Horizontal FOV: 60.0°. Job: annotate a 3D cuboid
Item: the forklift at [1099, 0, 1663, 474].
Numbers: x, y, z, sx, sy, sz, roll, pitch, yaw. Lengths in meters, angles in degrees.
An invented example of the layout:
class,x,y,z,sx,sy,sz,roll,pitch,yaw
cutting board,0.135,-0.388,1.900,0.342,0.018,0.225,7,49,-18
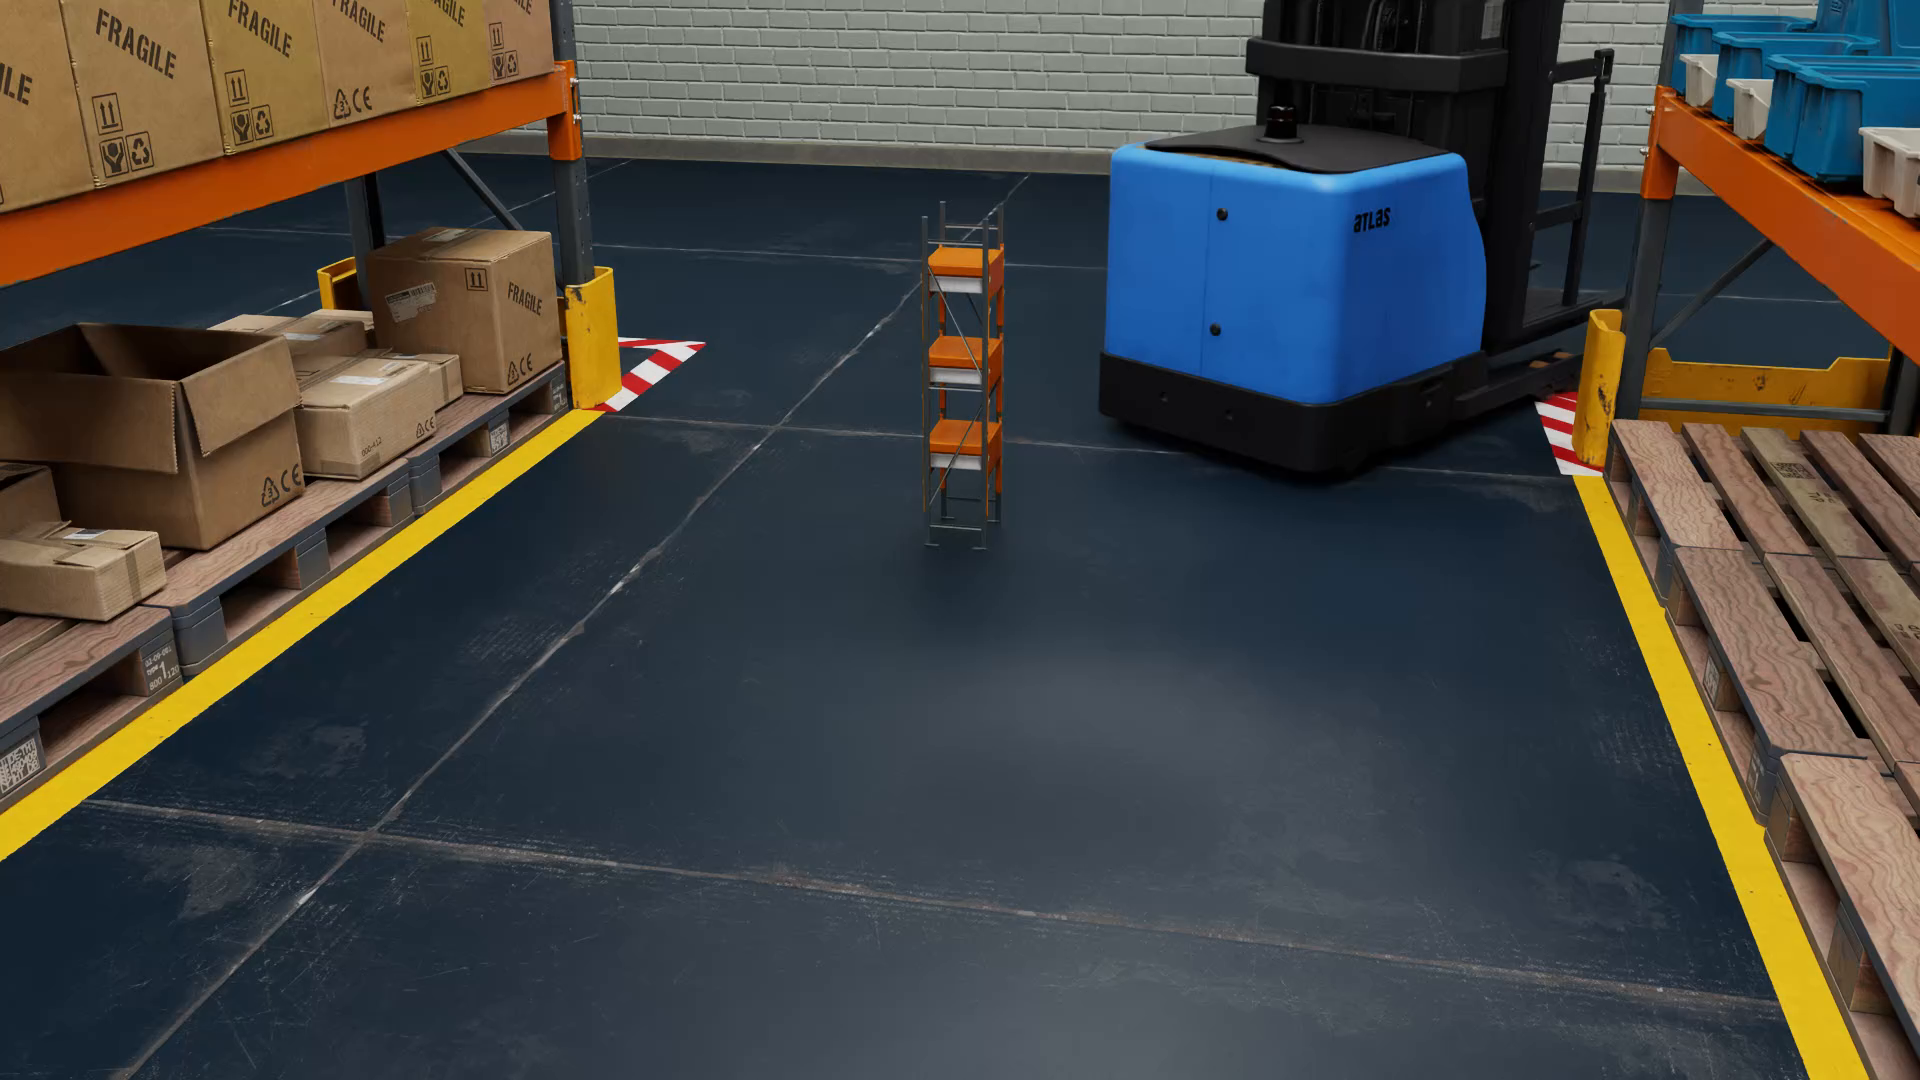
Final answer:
class,x,y,z,sx,sy,sz,roll,pitch,yaw
forklift,1.943,-2.044,6.505,3.031,2.935,1.130,-20,29,-40

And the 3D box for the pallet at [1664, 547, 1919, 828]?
class,x,y,z,sx,sy,sz,roll,pitch,yaw
pallet,2.406,0.370,4.152,1.003,0.211,1.213,4,22,11

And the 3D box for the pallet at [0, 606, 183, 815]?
class,x,y,z,sx,sy,sz,roll,pitch,yaw
pallet,-2.660,0.460,3.930,1.003,0.211,1.213,4,22,11

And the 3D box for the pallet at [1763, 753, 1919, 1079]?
class,x,y,z,sx,sy,sz,roll,pitch,yaw
pallet,2.159,0.818,3.041,1.003,0.211,1.213,4,22,11

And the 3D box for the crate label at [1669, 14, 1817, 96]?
class,x,y,z,sx,sy,sz,roll,pitch,yaw
crate label,2.491,-1.552,5.335,0.416,0.233,0.303,4,22,11

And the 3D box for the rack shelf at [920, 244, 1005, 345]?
class,x,y,z,sx,sy,sz,roll,pitch,yaw
rack shelf,0.011,-0.760,5.104,0.215,0.259,0.240,4,22,11

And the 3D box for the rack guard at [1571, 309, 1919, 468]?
class,x,y,z,sx,sy,sz,roll,pitch,yaw
rack guard,2.856,-0.517,5.968,1.175,0.500,0.348,4,22,11

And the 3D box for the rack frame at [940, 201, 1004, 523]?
class,x,y,z,sx,sy,sz,roll,pitch,yaw
rack frame,0.036,-0.551,5.317,0.200,1.050,0.008,4,22,11

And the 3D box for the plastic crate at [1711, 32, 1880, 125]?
class,x,y,z,sx,sy,sz,roll,pitch,yaw
plastic crate,2.357,-1.311,4.737,0.416,0.233,0.300,4,22,11

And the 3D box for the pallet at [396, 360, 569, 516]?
class,x,y,z,sx,sy,sz,roll,pitch,yaw
pallet,-2.162,-0.433,6.146,1.003,0.211,1.213,4,22,11

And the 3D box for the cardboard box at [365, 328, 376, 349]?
class,x,y,z,sx,sy,sz,roll,pitch,yaw
cardboard box,-2.458,-0.717,6.323,0.380,0.166,0.250,4,22,11

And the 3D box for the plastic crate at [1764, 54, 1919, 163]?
class,x,y,z,sx,sy,sz,roll,pitch,yaw
plastic crate,2.222,-1.070,4.139,0.416,0.233,0.300,4,22,11

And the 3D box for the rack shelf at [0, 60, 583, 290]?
class,x,y,z,sx,sy,sz,roll,pitch,yaw
rack shelf,-2.393,-0.981,4.736,1.077,0.370,4.000,4,22,11

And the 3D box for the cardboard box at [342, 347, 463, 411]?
class,x,y,z,sx,sy,sz,roll,pitch,yaw
cardboard box,-2.025,-0.577,5.974,0.380,0.166,0.250,4,22,11

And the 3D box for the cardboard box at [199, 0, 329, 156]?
class,x,y,z,sx,sy,sz,roll,pitch,yaw
cardboard box,-2.122,-1.351,4.560,0.500,0.500,0.500,4,22,10

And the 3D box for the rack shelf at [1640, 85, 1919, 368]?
class,x,y,z,sx,sy,sz,roll,pitch,yaw
rack shelf,2.455,-0.602,3.795,1.077,0.370,4.000,4,22,11

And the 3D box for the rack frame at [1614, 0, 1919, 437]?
class,x,y,z,sx,sy,sz,roll,pitch,yaw
rack frame,2.864,-1.667,5.477,1.000,3.000,0.127,4,22,11

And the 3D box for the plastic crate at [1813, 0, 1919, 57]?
class,x,y,z,sx,sy,sz,roll,pitch,yaw
plastic crate,2.978,-1.574,5.120,0.616,0.435,0.499,4,22,11

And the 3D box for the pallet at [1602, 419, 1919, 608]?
class,x,y,z,sx,sy,sz,roll,pitch,yaw
pallet,2.657,-0.075,5.256,1.003,0.211,1.213,4,22,11

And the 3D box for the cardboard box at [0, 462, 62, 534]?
class,x,y,z,sx,sy,sz,roll,pitch,yaw
cardboard box,-2.809,-0.044,4.458,0.500,0.311,0.500,4,22,11

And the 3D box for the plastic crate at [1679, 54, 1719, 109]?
class,x,y,z,sx,sy,sz,roll,pitch,yaw
plastic crate,2.344,-1.396,5.077,0.250,0.136,0.298,4,22,11

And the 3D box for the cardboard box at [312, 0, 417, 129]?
class,x,y,z,sx,sy,sz,roll,pitch,yaw
cardboard box,-2.019,-1.536,5.017,0.500,0.500,0.500,5,22,11

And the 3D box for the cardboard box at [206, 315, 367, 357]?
class,x,y,z,sx,sy,sz,roll,pitch,yaw
cardboard box,-2.475,-0.614,5.955,0.500,0.250,0.500,4,22,11

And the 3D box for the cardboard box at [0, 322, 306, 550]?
class,x,y,z,sx,sy,sz,roll,pitch,yaw
cardboard box,-2.423,-0.316,4.877,0.797,0.503,0.637,4,22,11

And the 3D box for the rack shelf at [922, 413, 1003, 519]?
class,x,y,z,sx,sy,sz,roll,pitch,yaw
rack shelf,0.011,-0.239,5.314,0.215,0.259,0.240,4,22,11

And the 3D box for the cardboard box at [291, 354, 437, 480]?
class,x,y,z,sx,sy,sz,roll,pitch,yaw
cardboard box,-2.078,-0.412,5.452,0.500,0.250,0.500,4,22,11

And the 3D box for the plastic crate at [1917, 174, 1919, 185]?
class,x,y,z,sx,sy,sz,roll,pitch,yaw
plastic crate,2.013,-0.534,2.952,0.437,0.125,0.590,4,22,11

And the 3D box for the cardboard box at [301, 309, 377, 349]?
class,x,y,z,sx,sy,sz,roll,pitch,yaw
cardboard box,-2.407,-0.800,6.553,0.380,0.149,0.250,4,22,11

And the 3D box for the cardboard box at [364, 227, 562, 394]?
class,x,y,z,sx,sy,sz,roll,pitch,yaw
cardboard box,-1.855,-0.873,6.262,0.500,0.500,0.500,4,22,11

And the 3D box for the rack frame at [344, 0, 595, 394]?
class,x,y,z,sx,sy,sz,roll,pitch,yaw
rack frame,-1.985,-2.046,6.418,1.000,3.000,0.127,4,22,11

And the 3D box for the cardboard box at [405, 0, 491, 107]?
class,x,y,z,sx,sy,sz,roll,pitch,yaw
cardboard box,-1.912,-1.718,5.469,0.500,0.500,0.500,5,22,11

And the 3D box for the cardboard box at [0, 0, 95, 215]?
class,x,y,z,sx,sy,sz,roll,pitch,yaw
cardboard box,-2.329,-0.982,3.644,0.500,0.500,0.500,5,22,12

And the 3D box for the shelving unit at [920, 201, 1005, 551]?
class,x,y,z,sx,sy,sz,roll,pitch,yaw
shelving unit,0.011,-0.507,5.206,0.215,1.050,0.252,4,22,11

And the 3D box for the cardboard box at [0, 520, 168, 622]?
class,x,y,z,sx,sy,sz,roll,pitch,yaw
cardboard box,-2.337,0.073,4.360,0.380,0.166,0.250,4,22,11

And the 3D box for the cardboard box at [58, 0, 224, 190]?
class,x,y,z,sx,sy,sz,roll,pitch,yaw
cardboard box,-2.225,-1.165,4.098,0.500,0.500,0.500,4,22,11

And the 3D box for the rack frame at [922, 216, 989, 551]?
class,x,y,z,sx,sy,sz,roll,pitch,yaw
rack frame,-0.014,-0.462,5.095,0.200,1.050,0.008,4,22,11

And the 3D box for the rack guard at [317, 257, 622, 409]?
class,x,y,z,sx,sy,sz,roll,pitch,yaw
rack guard,-2.000,-0.858,6.816,1.175,0.500,0.348,4,22,11

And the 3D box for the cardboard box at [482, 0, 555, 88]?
class,x,y,z,sx,sy,sz,roll,pitch,yaw
cardboard box,-1.810,-1.908,5.941,0.500,0.500,0.500,5,23,13

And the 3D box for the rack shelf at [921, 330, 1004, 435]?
class,x,y,z,sx,sy,sz,roll,pitch,yaw
rack shelf,0.011,-0.497,5.210,0.215,0.259,0.240,4,22,11

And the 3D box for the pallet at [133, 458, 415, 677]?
class,x,y,z,sx,sy,sz,roll,pitch,yaw
pallet,-2.413,0.012,5.041,1.003,0.211,1.213,4,22,11

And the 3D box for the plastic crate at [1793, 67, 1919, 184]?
class,x,y,z,sx,sy,sz,roll,pitch,yaw
plastic crate,2.161,-0.960,3.867,0.416,0.233,0.300,4,22,11

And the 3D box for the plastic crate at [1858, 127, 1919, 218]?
class,x,y,z,sx,sy,sz,roll,pitch,yaw
plastic crate,2.108,-0.769,3.521,0.293,0.136,0.466,4,22,11

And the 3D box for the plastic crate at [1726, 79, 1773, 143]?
class,x,y,z,sx,sy,sz,roll,pitch,yaw
plastic crate,2.206,-1.148,4.461,0.250,0.136,0.298,4,22,11
